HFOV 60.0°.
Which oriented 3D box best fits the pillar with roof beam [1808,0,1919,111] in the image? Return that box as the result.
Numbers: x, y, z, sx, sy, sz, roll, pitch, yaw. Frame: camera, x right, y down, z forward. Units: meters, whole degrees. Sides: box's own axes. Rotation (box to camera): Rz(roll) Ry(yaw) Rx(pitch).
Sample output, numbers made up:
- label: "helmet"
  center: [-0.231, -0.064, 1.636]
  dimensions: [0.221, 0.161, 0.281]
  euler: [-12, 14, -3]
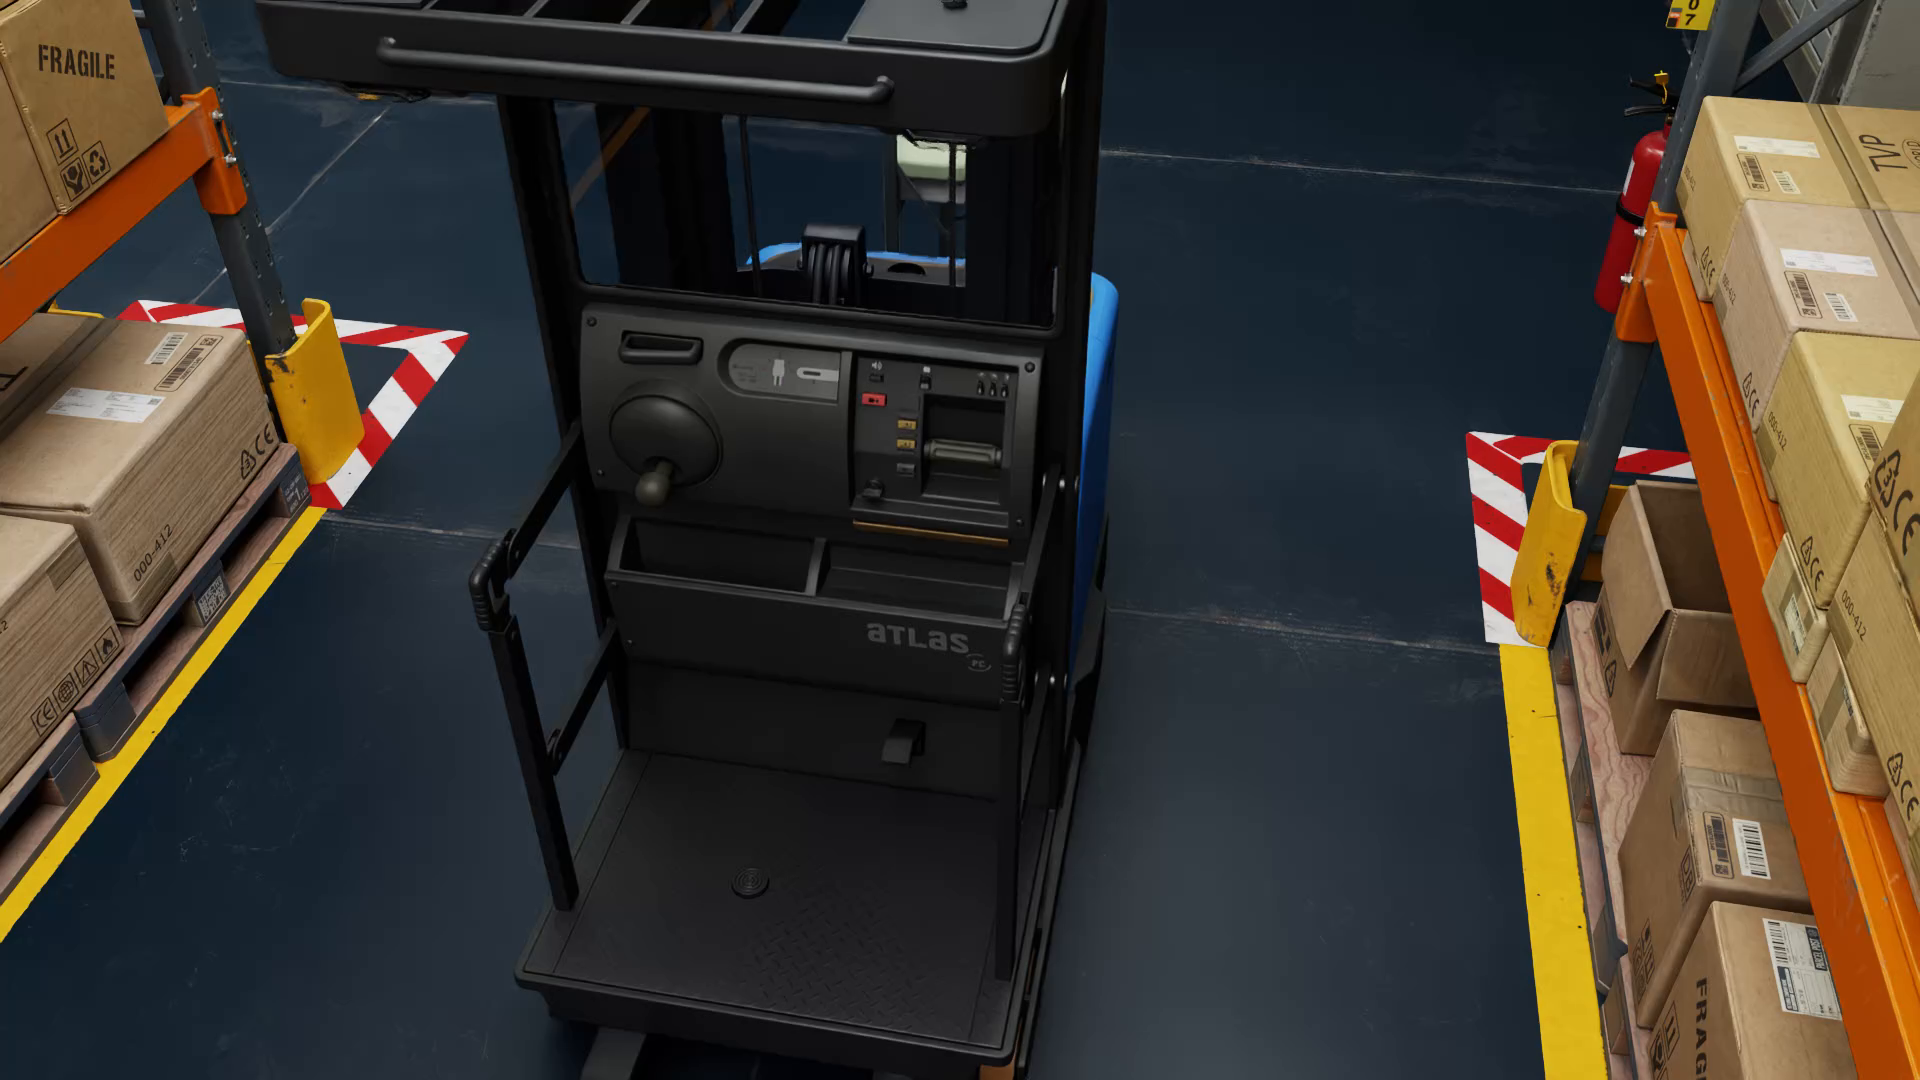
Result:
- label: "pillar with roof beam"
  center: [-0.629, -5.322, 4.624]
  dimensions: [9.100, 9.000, 0.400]
  euler: [6, 40, 8]

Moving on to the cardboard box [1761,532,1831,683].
- label: "cardboard box"
  center: [1.657, 0.134, 2.931]
  dimensions: [0.380, 0.149, 0.250]
  euler: [5, 40, 6]

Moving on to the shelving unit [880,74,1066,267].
- label: "shelving unit"
  center: [0.063, -0.787, 5.025]
  dimensions: [0.431, 1.500, 0.755]
  euler: [7, 40, 8]

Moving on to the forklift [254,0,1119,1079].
- label: "forklift"
  center: [-0.341, -0.153, 3.135]
  dimensions: [1.130, 2.935, 3.031]
  euler: [7, 40, 8]

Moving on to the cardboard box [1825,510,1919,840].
- label: "cardboard box"
  center: [1.673, 0.214, 2.521]
  dimensions: [0.500, 0.250, 0.500]
  euler: [5, 40, 7]

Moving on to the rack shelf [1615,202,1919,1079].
- label: "rack shelf"
  center: [1.910, 0.590, 2.746]
  dimensions: [1.077, 0.370, 4.000]
  euler: [6, 40, 8]

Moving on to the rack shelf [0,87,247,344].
- label: "rack shelf"
  center: [-2.979, 0.045, 3.406]
  dimensions: [1.077, 0.370, 4.000]
  euler: [6, 40, 8]

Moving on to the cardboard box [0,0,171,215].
- label: "cardboard box"
  center: [-2.456, -1.194, 4.261]
  dimensions: [0.500, 0.500, 0.500]
  euler: [7, 40, 8]

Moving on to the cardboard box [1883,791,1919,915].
- label: "cardboard box"
  center: [1.655, 0.471, 2.524]
  dimensions: [0.380, 0.149, 0.250]
  euler: [6, 40, 8]

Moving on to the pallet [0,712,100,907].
- label: "pallet"
  center: [-2.908, 0.862, 4.042]
  dimensions: [1.003, 0.211, 1.213]
  euler: [6, 40, 8]

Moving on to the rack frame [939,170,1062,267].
- label: "rack frame"
  center: [0.131, -1.016, 5.302]
  dimensions: [0.400, 1.500, 0.023]
  euler: [7, 40, 8]

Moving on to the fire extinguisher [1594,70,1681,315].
- label: "fire extinguisher"
  center: [1.827, -0.912, 4.352]
  dimensions: [0.296, 0.674, 0.183]
  euler: [6, 40, 8]

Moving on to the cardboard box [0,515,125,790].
- label: "cardboard box"
  center: [-2.799, 0.339, 4.167]
  dimensions: [0.875, 0.438, 0.875]
  euler: [7, 40, 9]

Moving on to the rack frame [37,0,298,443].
- label: "rack frame"
  center: [-2.633, -1.487, 4.694]
  dimensions: [1.000, 3.000, 0.127]
  euler: [6, 40, 8]

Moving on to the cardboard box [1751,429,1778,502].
- label: "cardboard box"
  center: [1.815, -0.184, 3.315]
  dimensions: [0.380, 0.149, 0.250]
  euler: [8, 40, 9]

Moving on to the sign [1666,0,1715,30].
- label: "sign"
  center: [1.722, -1.335, 3.832]
  dimensions: [0.100, 0.325, 0.005]
  euler: [6, 40, 8]

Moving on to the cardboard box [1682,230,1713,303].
- label: "cardboard box"
  center: [1.929, -0.669, 3.902]
  dimensions: [0.380, 0.149, 0.250]
  euler: [6, 40, 7]

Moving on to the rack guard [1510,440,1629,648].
- label: "rack guard"
  center: [2.243, 0.069, 4.774]
  dimensions: [1.175, 0.500, 0.348]
  euler: [6, 40, 8]

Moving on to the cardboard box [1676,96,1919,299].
- label: "cardboard box"
  center: [1.912, -0.744, 3.680]
  dimensions: [0.500, 0.250, 0.500]
  euler: [7, 40, 8]

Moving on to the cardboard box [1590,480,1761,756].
- label: "cardboard box"
  center: [2.057, 0.232, 4.245]
  dimensions: [0.797, 0.503, 0.637]
  euler: [5, 40, 6]

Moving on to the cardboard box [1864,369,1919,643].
- label: "cardboard box"
  center: [1.653, -0.091, 2.302]
  dimensions: [0.500, 0.500, 0.500]
  euler: [7, 40, 9]

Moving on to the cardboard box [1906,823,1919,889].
- label: "cardboard box"
  center: [1.583, 0.537, 2.130]
  dimensions: [0.500, 0.250, 0.500]
  euler: [6, 40, 7]

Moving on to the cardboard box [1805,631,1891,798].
- label: "cardboard box"
  center: [1.632, 0.301, 2.729]
  dimensions: [0.380, 0.149, 0.250]
  euler: [7, 40, 9]

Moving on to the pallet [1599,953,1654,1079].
- label: "pallet"
  center: [1.893, 1.444, 3.338]
  dimensions: [1.003, 0.211, 1.213]
  euler: [6, 40, 8]

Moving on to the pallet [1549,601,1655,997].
- label: "pallet"
  center: [2.106, 0.681, 4.261]
  dimensions: [1.003, 0.211, 1.213]
  euler: [6, 40, 8]

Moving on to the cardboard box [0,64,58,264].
- label: "cardboard box"
  center: [-2.558, -0.880, 3.882]
  dimensions: [0.500, 0.500, 0.500]
  euler: [6, 40, 7]

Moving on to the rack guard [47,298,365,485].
- label: "rack guard"
  center: [-2.629, -0.539, 5.509]
  dimensions: [1.175, 0.500, 0.348]
  euler: [6, 40, 8]

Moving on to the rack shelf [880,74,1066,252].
- label: "rack shelf"
  center: [0.063, -1.088, 4.776]
  dimensions: [0.431, 0.370, 0.720]
  euler: [7, 40, 8]

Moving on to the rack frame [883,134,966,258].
- label: "rack frame"
  center: [-0.004, -0.558, 4.748]
  dimensions: [0.400, 1.500, 0.023]
  euler: [7, 40, 8]

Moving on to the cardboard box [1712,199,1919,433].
- label: "cardboard box"
  center: [1.825, -0.427, 3.297]
  dimensions: [0.500, 0.250, 0.500]
  euler: [7, 40, 8]

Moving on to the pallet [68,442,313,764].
- label: "pallet"
  center: [-2.694, 0.098, 4.966]
  dimensions: [1.003, 0.211, 1.213]
  euler: [6, 40, 8]

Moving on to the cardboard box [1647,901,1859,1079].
- label: "cardboard box"
  center: [1.681, 1.086, 3.215]
  dimensions: [0.500, 0.500, 0.500]
  euler: [7, 40, 8]

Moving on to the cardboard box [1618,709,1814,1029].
- label: "cardboard box"
  center: [1.871, 0.765, 3.603]
  dimensions: [0.700, 0.500, 0.500]
  euler: [8, 40, 9]

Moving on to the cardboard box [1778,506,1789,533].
- label: "cardboard box"
  center: [1.775, -0.016, 3.113]
  dimensions: [0.380, 0.149, 0.250]
  euler: [7, 40, 8]

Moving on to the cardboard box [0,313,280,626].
- label: "cardboard box"
  center: [-2.649, -0.236, 4.863]
  dimensions: [0.875, 0.438, 0.875]
  euler: [5, 40, 6]

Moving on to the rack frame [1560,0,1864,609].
- label: "rack frame"
  center: [2.256, -0.942, 4.035]
  dimensions: [1.000, 3.000, 0.127]
  euler: [6, 40, 8]

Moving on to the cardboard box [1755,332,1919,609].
- label: "cardboard box"
  center: [1.741, -0.109, 2.912]
  dimensions: [0.500, 0.250, 0.500]
  euler: [6, 40, 7]
